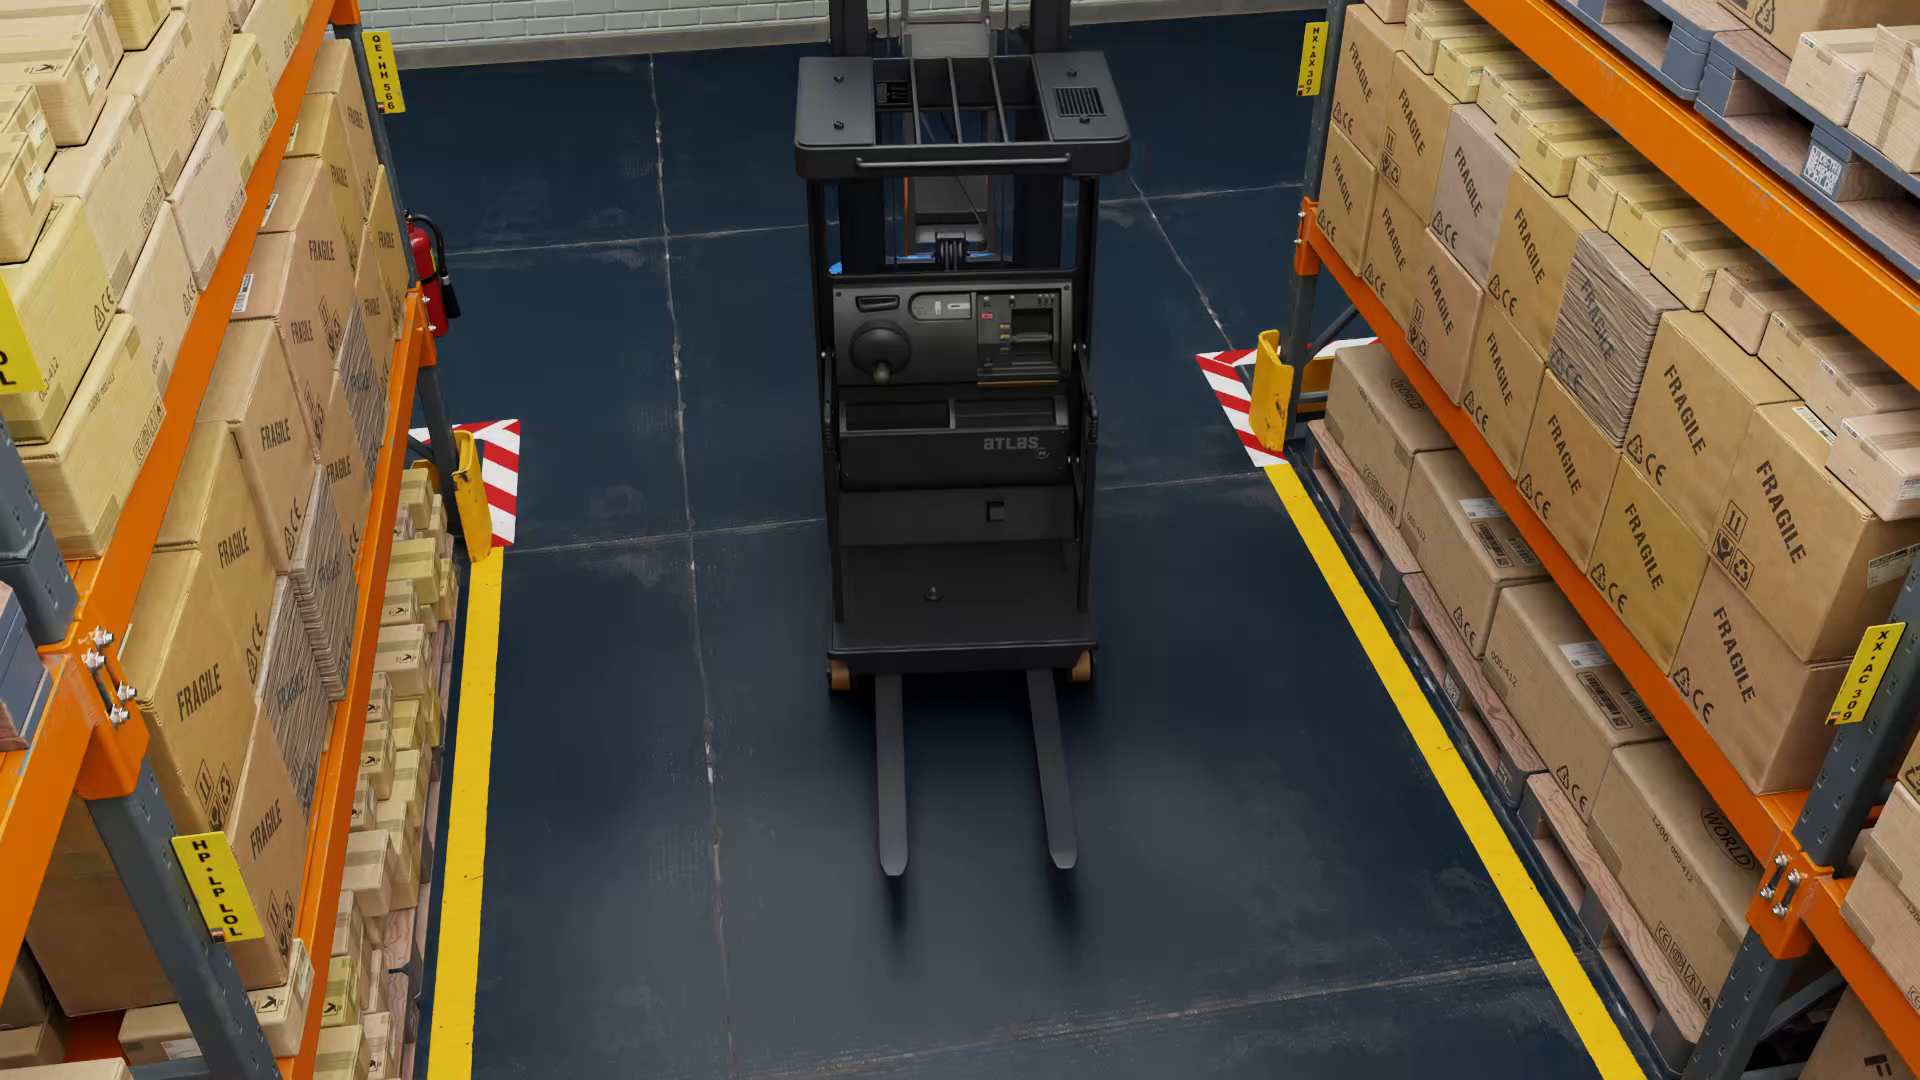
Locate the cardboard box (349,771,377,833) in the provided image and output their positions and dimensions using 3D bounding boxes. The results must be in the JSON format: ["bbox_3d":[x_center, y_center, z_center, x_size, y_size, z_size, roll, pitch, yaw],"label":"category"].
[{"bbox_3d":[-2.176,0.941,5.591,0.380,0.149,0.250,-8,39,-10],"label":"cardboard box"}]

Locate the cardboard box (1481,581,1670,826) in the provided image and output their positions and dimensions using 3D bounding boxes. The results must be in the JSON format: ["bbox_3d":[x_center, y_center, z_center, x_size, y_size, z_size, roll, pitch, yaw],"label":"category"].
[{"bbox_3d":[2.618,0.561,6.330,0.875,0.438,0.875,-7,38,-9],"label":"cardboard box"}]

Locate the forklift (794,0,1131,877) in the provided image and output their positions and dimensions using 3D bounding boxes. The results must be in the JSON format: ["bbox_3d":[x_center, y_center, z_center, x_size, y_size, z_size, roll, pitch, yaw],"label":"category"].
[{"bbox_3d":[-0.012,-0.736,6.308,1.130,2.935,3.031,-2,38,-3],"label":"forklift"}]

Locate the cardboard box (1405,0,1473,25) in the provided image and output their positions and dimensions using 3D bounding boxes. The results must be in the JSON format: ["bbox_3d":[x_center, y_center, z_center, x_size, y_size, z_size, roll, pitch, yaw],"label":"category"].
[{"bbox_3d":[1.985,-2.066,6.539,0.380,0.149,0.250,-5,38,-7],"label":"cardboard box"}]

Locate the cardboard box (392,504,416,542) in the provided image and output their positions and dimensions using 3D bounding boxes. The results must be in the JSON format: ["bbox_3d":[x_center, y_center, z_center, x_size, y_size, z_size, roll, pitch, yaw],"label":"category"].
[{"bbox_3d":[-2.447,-0.001,6.803,0.380,0.149,0.250,-6,38,-7],"label":"cardboard box"}]

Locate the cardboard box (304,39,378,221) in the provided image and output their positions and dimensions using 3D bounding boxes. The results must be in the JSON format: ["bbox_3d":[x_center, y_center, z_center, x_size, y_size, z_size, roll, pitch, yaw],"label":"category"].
[{"bbox_3d":[-2.452,-1.479,6.069,0.500,0.500,0.500,-7,38,-9],"label":"cardboard box"}]

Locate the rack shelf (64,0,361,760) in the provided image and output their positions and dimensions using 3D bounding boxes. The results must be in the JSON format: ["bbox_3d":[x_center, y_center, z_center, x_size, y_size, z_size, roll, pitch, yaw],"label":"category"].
[{"bbox_3d":[-2.426,-0.869,4.565,1.077,0.370,4.000,-6,38,-8],"label":"rack shelf"}]

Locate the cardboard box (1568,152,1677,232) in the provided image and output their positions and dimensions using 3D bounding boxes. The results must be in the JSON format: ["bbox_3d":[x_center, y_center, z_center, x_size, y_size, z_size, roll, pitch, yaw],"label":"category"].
[{"bbox_3d":[2.193,-1.122,5.324,0.380,0.149,0.250,-6,38,-8],"label":"cardboard box"}]

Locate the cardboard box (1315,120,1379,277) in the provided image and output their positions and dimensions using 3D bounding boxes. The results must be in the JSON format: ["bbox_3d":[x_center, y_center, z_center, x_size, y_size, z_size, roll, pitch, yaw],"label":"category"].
[{"bbox_3d":[1.880,-1.489,7.140,0.500,0.500,0.500,-7,38,-8],"label":"cardboard box"}]

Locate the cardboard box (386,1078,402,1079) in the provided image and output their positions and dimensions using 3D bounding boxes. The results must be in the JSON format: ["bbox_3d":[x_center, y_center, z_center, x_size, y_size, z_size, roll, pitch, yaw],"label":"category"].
[{"bbox_3d":[-1.870,1.784,4.990,0.380,0.149,0.250,-5,38,-7],"label":"cardboard box"}]

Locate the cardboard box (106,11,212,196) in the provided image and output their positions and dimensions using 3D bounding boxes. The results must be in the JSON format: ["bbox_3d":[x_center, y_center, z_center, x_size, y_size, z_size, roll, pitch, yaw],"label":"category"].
[{"bbox_3d":[-2.081,-1.007,3.870,0.500,0.250,0.500,-6,38,-7],"label":"cardboard box"}]

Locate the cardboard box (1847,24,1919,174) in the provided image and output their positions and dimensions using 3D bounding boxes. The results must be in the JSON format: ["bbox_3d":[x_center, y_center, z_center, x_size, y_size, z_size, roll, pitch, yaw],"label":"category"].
[{"bbox_3d":[2.353,-1.042,3.887,0.396,0.266,0.258,-5,38,-6],"label":"cardboard box"}]

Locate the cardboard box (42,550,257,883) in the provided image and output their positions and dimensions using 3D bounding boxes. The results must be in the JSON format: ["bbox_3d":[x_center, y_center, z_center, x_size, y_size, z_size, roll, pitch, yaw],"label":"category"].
[{"bbox_3d":[-1.915,0.389,3.665,0.500,0.500,0.500,-5,38,-7],"label":"cardboard box"}]

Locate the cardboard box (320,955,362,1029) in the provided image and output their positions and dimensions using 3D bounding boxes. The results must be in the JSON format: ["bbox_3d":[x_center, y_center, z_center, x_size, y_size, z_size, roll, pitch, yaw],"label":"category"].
[{"bbox_3d":[-2.015,1.414,4.982,0.380,0.149,0.250,-7,38,-9],"label":"cardboard box"}]

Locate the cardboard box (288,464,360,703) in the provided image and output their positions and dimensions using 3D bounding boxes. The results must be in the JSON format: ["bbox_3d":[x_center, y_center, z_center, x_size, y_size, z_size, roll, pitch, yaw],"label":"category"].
[{"bbox_3d":[-2.061,0.150,4.788,0.500,0.500,0.500,-7,38,-9],"label":"cardboard box"}]

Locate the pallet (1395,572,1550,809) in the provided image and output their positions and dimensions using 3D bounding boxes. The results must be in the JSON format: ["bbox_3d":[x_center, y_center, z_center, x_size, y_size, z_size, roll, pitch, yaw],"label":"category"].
[{"bbox_3d":[2.507,0.541,6.882,1.003,0.211,1.213,-6,38,-8],"label":"pallet"}]

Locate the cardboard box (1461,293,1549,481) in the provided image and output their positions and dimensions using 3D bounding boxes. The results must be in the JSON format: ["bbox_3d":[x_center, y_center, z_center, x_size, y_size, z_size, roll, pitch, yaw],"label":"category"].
[{"bbox_3d":[2.172,-0.576,5.965,0.500,0.500,0.500,-5,38,-6],"label":"cardboard box"}]

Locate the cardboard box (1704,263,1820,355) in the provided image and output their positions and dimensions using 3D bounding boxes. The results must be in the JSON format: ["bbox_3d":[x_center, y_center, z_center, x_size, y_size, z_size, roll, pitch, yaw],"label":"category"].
[{"bbox_3d":[2.377,-0.670,4.742,0.380,0.149,0.250,-7,38,-8],"label":"cardboard box"}]

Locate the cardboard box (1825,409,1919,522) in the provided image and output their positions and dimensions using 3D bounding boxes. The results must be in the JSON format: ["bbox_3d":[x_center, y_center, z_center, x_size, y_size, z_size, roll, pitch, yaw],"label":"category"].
[{"bbox_3d":[2.413,-0.196,4.132,0.380,0.149,0.250,-7,38,-9],"label":"cardboard box"}]

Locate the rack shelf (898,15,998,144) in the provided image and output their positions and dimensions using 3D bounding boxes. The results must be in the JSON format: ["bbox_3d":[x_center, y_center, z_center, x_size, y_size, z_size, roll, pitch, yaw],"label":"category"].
[{"bbox_3d":[-0.055,-2.038,7.543,0.431,0.518,0.480,-2,38,-3],"label":"rack shelf"}]

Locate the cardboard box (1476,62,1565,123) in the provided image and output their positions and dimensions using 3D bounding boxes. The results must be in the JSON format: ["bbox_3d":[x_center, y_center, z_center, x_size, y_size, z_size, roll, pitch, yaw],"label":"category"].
[{"bbox_3d":[2.079,-1.586,5.922,0.380,0.149,0.250,-6,38,-8],"label":"cardboard box"}]

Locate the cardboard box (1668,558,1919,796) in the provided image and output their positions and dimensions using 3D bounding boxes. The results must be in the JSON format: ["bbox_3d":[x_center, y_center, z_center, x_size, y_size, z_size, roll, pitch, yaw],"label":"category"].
[{"bbox_3d":[2.447,0.354,4.768,0.500,0.500,0.500,-6,38,-8],"label":"cardboard box"}]

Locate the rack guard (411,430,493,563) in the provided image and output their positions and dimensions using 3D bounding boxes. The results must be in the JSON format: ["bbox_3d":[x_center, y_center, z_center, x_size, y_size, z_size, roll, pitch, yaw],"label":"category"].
[{"bbox_3d":[-2.763,-0.144,7.527,1.175,0.500,0.348,-6,38,-8],"label":"rack guard"}]

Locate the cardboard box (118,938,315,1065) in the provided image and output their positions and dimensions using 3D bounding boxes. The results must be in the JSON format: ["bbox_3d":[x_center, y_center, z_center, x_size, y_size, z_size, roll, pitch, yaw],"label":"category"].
[{"bbox_3d":[-1.803,1.132,4.052,0.380,0.149,0.250,-5,38,-6],"label":"cardboard box"}]

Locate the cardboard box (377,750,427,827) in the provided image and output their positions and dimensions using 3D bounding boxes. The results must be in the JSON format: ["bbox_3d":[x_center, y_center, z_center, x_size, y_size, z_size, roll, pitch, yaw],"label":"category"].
[{"bbox_3d":[-2.105,0.899,5.886,0.380,0.149,0.250,-6,38,-7],"label":"cardboard box"}]

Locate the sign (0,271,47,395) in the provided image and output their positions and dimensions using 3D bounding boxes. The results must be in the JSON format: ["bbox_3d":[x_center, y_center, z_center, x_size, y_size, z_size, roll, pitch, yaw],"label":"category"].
[{"bbox_3d":[-1.530,-0.367,2.590,0.100,0.325,0.005,-6,38,-8],"label":"sign"}]

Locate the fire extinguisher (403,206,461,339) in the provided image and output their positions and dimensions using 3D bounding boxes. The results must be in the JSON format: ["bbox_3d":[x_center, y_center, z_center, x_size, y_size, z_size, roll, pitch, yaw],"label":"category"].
[{"bbox_3d":[-2.367,-1.201,7.217,0.296,0.674,0.183,-6,38,-8],"label":"fire extinguisher"}]

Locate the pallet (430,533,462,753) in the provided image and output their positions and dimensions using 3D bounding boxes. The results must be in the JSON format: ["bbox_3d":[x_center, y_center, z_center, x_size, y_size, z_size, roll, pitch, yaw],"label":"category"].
[{"bbox_3d":[-2.656,0.465,6.979,1.003,0.211,1.213,-6,38,-8],"label":"pallet"}]

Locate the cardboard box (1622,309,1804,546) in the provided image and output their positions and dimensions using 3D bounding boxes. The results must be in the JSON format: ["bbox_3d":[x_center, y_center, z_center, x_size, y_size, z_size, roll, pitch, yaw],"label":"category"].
[{"bbox_3d":[2.345,-0.351,4.860,0.500,0.500,0.500,-7,38,-9],"label":"cardboard box"}]

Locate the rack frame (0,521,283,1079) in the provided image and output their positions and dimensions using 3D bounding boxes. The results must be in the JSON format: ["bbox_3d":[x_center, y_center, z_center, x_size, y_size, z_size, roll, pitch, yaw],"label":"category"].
[{"bbox_3d":[-2.076,1.239,3.710,1.000,3.000,0.127,-6,38,-8],"label":"rack frame"}]

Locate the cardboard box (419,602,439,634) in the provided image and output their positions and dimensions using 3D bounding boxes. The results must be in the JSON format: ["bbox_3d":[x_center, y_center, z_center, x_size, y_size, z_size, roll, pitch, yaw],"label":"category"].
[{"bbox_3d":[-2.310,0.268,6.699,0.380,0.149,0.250,-8,39,-10],"label":"cardboard box"}]

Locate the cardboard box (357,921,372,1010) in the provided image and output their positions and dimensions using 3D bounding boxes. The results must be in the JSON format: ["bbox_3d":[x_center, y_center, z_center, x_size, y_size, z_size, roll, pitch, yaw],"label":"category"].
[{"bbox_3d":[-2.079,1.379,5.269,0.380,0.149,0.250,-8,39,-10],"label":"cardboard box"}]

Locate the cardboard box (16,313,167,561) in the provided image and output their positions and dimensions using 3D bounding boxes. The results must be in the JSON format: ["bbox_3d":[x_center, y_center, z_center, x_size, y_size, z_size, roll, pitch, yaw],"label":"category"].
[{"bbox_3d":[-1.897,-0.194,3.232,0.500,0.250,0.500,-4,38,-6],"label":"cardboard box"}]

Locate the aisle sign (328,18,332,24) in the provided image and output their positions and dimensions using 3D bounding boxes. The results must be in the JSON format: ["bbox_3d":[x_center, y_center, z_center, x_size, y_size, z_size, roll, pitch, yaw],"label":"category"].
[{"bbox_3d":[-2.494,-2.280,6.120,0.394,0.787,0.004,-6,38,-8],"label":"aisle sign"}]

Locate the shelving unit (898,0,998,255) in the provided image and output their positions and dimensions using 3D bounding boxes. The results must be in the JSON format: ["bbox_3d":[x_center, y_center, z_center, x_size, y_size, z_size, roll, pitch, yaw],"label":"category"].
[{"bbox_3d":[-0.055,-1.496,7.964,0.431,2.100,0.503,-2,38,-3],"label":"shelving unit"}]

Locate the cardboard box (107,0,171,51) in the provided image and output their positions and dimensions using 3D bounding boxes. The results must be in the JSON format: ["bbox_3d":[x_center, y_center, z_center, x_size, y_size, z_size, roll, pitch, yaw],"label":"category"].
[{"bbox_3d":[-2.071,-1.242,3.848,0.380,0.149,0.250,-4,38,-6],"label":"cardboard box"}]

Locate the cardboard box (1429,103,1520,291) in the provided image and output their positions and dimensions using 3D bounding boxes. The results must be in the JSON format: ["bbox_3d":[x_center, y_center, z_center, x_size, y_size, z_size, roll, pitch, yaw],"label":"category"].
[{"bbox_3d":[2.078,-1.262,6.033,0.500,0.500,0.500,-7,38,-8],"label":"cardboard box"}]

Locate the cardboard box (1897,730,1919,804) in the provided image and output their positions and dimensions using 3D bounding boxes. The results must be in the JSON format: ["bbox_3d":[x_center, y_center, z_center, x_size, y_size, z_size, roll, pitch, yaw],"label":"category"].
[{"bbox_3d":[2.574,0.508,3.754,0.500,0.500,0.500,-6,38,-7],"label":"cardboard box"}]

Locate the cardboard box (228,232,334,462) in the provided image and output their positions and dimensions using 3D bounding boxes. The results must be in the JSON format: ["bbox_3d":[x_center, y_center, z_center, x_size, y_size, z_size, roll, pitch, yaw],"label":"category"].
[{"bbox_3d":[-2.167,-0.540,4.862,0.500,0.500,0.500,-7,38,-10],"label":"cardboard box"}]

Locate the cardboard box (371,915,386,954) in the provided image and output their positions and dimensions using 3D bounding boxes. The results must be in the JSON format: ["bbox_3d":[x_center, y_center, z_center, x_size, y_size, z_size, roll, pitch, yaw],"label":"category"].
[{"bbox_3d":[-2.140,1.333,5.571,0.380,0.149,0.250,-8,39,-10],"label":"cardboard box"}]

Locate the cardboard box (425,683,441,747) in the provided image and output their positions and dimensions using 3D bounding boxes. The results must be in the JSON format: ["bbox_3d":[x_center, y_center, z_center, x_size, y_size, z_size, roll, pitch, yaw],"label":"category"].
[{"bbox_3d":[-2.210,0.687,6.402,0.380,0.149,0.250,-8,39,-10],"label":"cardboard box"}]

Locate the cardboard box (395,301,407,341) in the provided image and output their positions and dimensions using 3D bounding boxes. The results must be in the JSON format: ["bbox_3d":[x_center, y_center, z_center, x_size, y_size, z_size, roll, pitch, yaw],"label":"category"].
[{"bbox_3d":[-2.441,-0.911,6.682,0.380,0.149,0.250,-6,38,-8],"label":"cardboard box"}]

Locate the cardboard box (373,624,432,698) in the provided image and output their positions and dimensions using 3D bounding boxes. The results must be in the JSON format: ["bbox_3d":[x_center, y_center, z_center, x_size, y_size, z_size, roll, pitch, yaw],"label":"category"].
[{"bbox_3d":[-2.192,0.461,6.208,0.380,0.149,0.250,-5,38,-6],"label":"cardboard box"}]

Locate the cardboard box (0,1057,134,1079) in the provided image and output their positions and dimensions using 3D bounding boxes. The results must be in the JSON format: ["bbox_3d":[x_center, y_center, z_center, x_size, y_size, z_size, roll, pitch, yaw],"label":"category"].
[{"bbox_3d":[-1.813,1.159,3.190,0.380,0.149,0.250,-5,38,-6],"label":"cardboard box"}]

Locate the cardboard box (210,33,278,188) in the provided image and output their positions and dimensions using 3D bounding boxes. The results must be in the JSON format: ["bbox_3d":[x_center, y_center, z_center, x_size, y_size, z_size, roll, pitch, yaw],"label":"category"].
[{"bbox_3d":[-2.154,-1.128,4.434,0.500,0.250,0.500,-5,38,-6],"label":"cardboard box"}]

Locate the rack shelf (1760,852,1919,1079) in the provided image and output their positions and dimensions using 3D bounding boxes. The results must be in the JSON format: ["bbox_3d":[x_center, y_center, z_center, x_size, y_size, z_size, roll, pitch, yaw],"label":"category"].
[{"bbox_3d":[3.131,2.138,3.139,1.077,0.370,4.000,-6,38,-8],"label":"rack shelf"}]

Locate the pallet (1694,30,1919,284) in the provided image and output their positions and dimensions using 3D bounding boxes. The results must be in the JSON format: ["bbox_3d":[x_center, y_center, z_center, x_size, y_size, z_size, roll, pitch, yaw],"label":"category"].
[{"bbox_3d":[2.647,-0.999,4.218,1.003,0.211,1.213,-6,38,-8],"label":"pallet"}]

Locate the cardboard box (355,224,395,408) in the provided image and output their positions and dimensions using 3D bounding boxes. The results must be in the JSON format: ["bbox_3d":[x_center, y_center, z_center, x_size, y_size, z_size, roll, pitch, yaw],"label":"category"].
[{"bbox_3d":[-2.359,-0.778,5.983,0.500,0.500,0.500,-7,38,-9],"label":"cardboard box"}]
